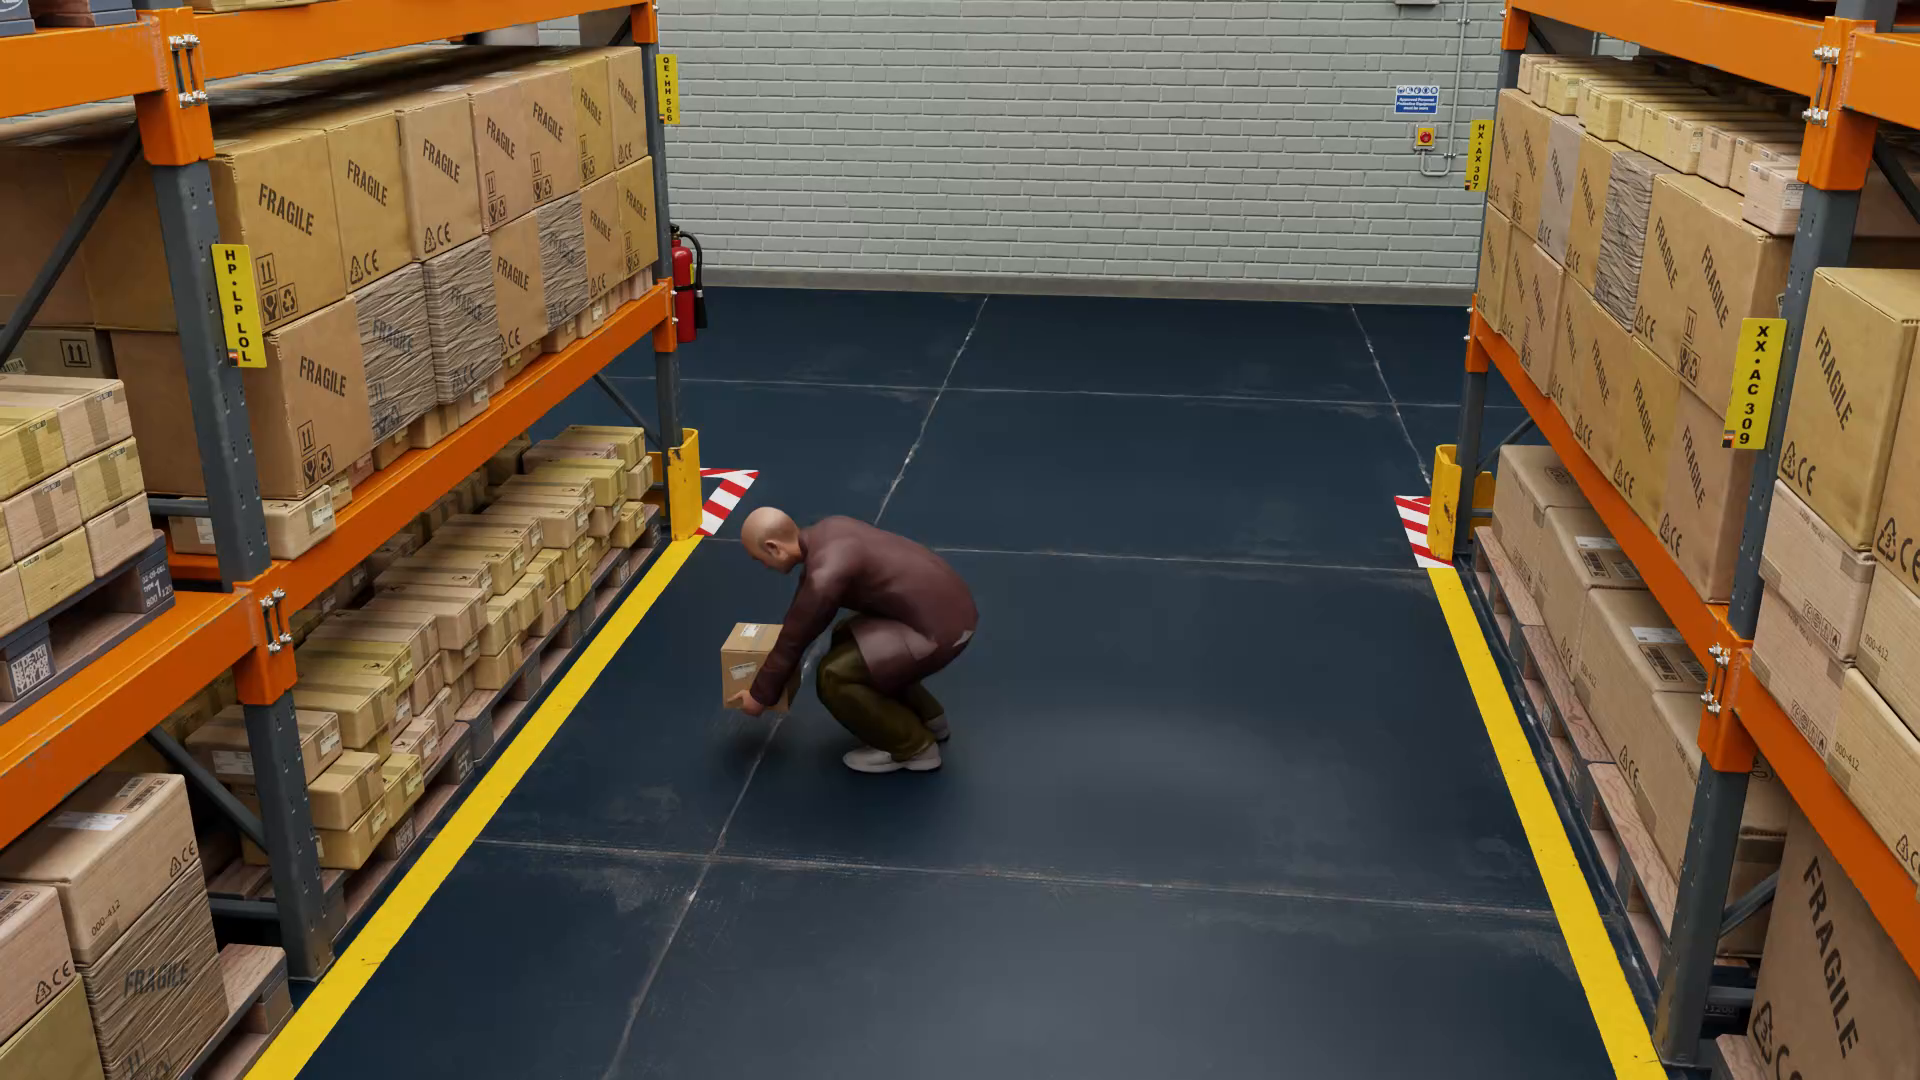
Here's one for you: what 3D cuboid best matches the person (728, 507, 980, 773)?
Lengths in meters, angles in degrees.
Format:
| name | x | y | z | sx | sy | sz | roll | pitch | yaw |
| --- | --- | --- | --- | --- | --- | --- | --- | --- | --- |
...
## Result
| name | x | y | z | sx | sy | sz | roll | pitch | yaw |
| --- | --- | --- | --- | --- | --- | --- | --- | --- | --- |
| person | -0.401 | 0.381 | 6.308 | 0.948 | 0.923 | 0.581 | 2 | 21 | 5 |
